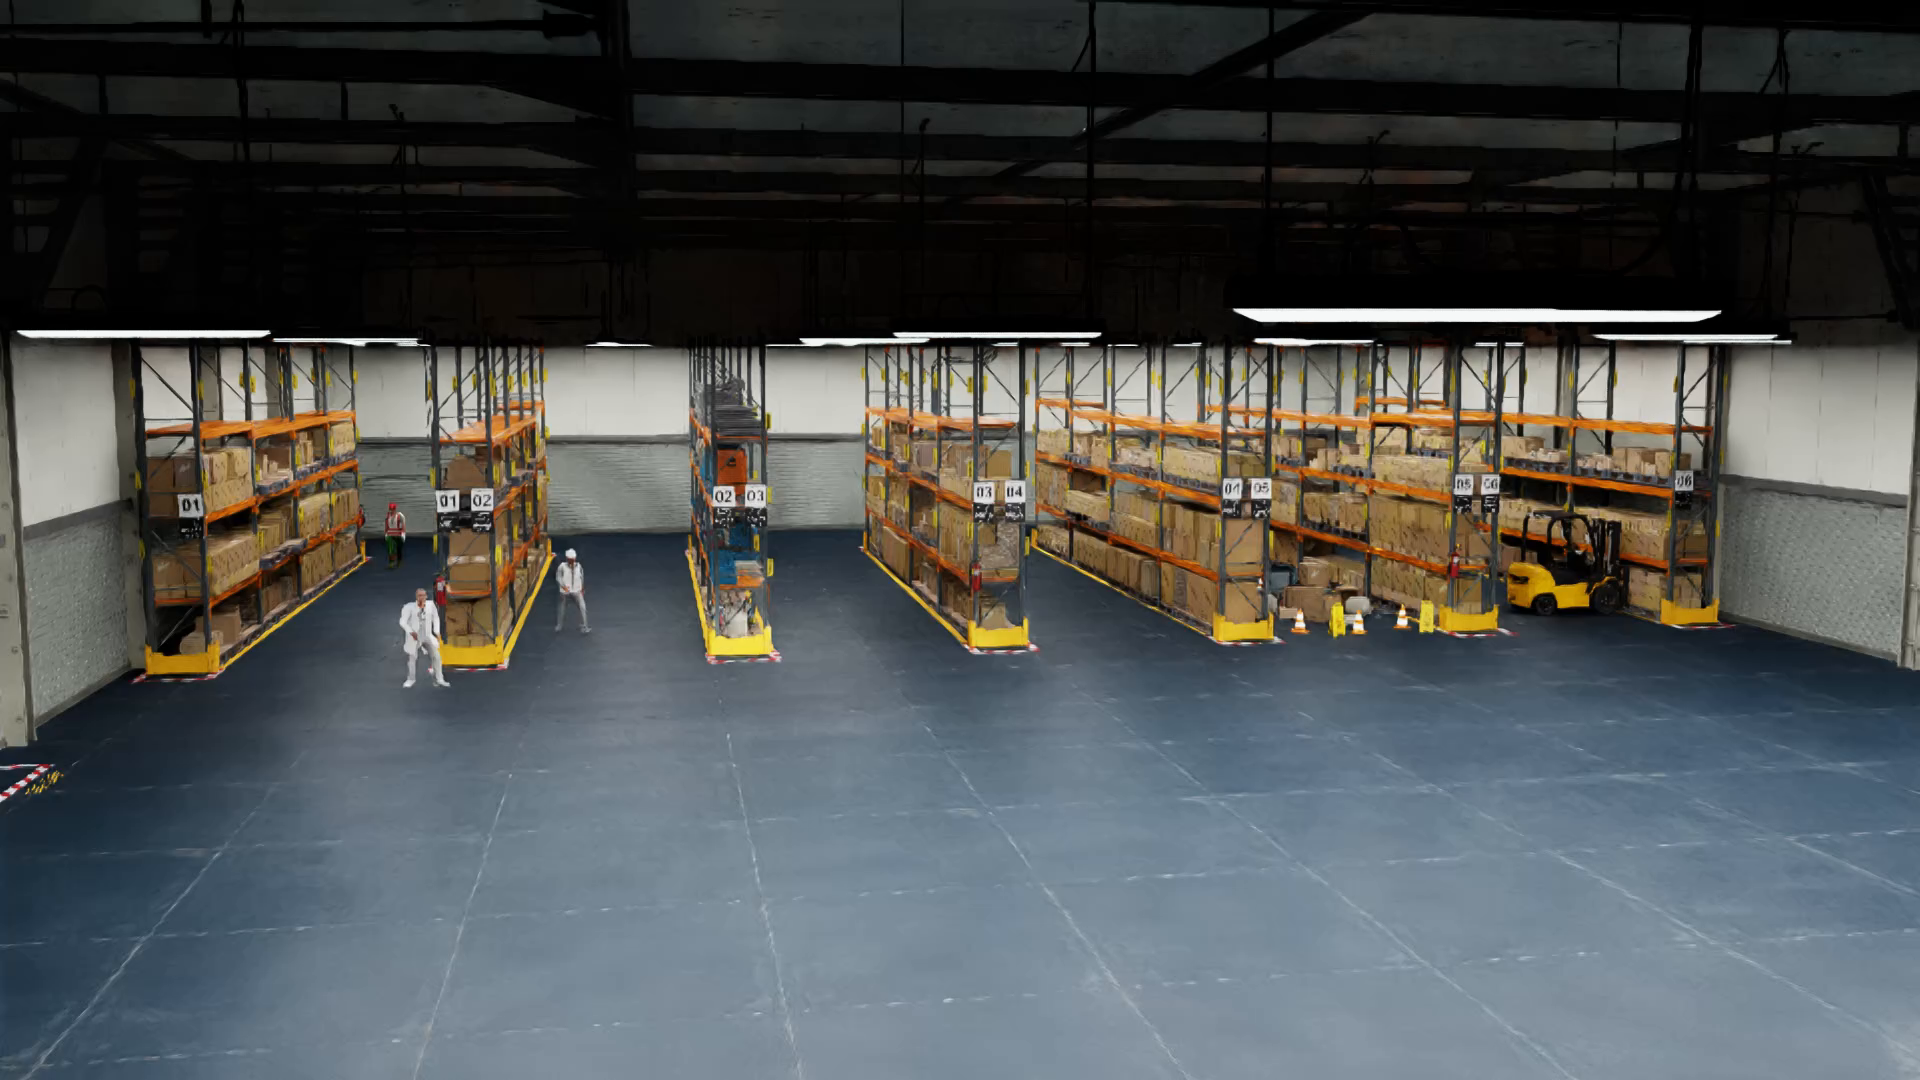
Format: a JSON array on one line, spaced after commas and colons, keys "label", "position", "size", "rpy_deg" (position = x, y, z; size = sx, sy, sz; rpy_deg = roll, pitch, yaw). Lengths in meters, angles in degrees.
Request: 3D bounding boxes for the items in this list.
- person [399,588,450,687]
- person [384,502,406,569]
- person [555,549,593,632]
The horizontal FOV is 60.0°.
[{"label": "person", "position": [-9.103, 1.648, 28.106], "size": [0.735, 1.719, 0.869], "rpy_deg": [-4, 7, -29]}, {"label": "person", "position": [-14.832, -0.139, 43.657], "size": [0.564, 1.736, 1.044], "rpy_deg": [-1, 7, -12]}, {"label": "person", "position": [-7.889, 1.012, 33.691], "size": [0.682, 1.713, 0.844], "rpy_deg": [-3, 7, -27]}]
